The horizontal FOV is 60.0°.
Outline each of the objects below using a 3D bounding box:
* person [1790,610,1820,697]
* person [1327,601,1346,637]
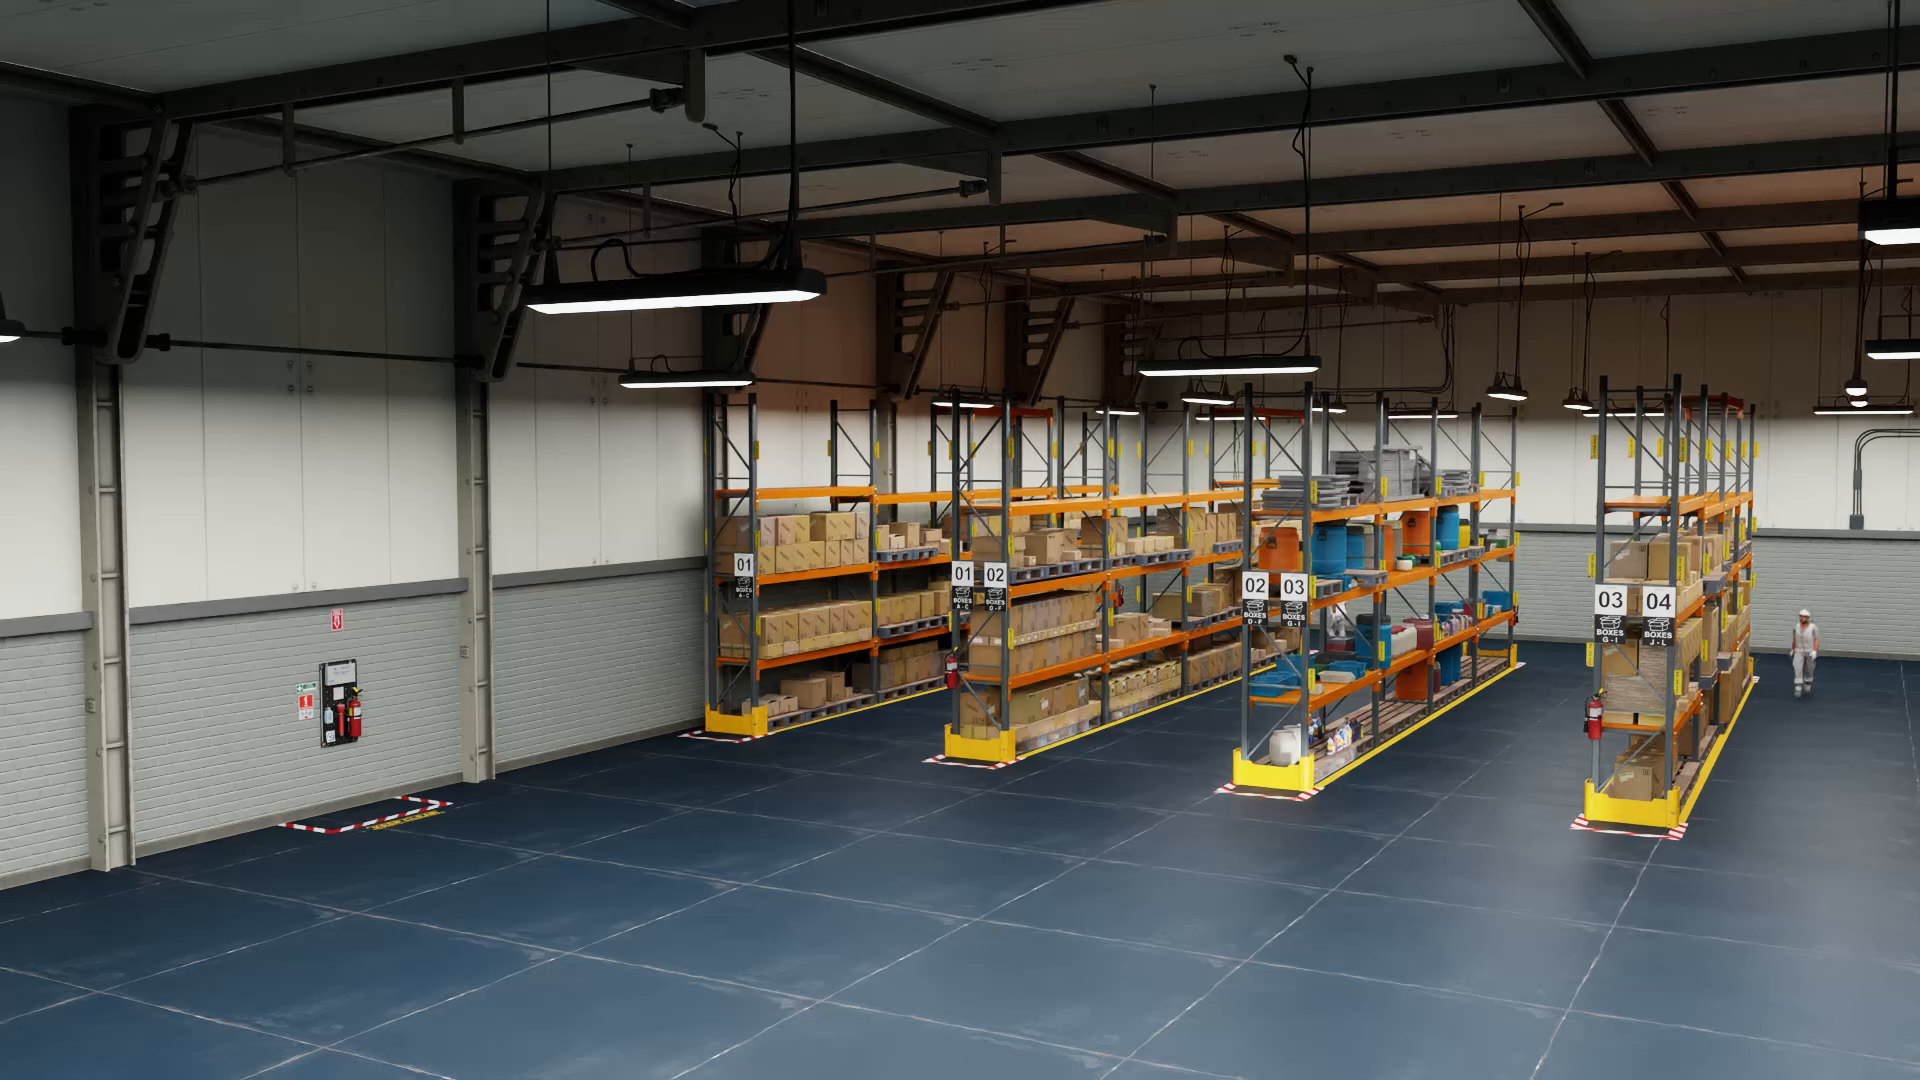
[{"bbox_3d":[17.131,2.283,33.722,0.549,1.724,1.034,2,4,30],"label":"person"},{"bbox_3d":[9.397,1.887,41.351,0.594,1.808,0.547,-2,4,-37],"label":"person"}]
